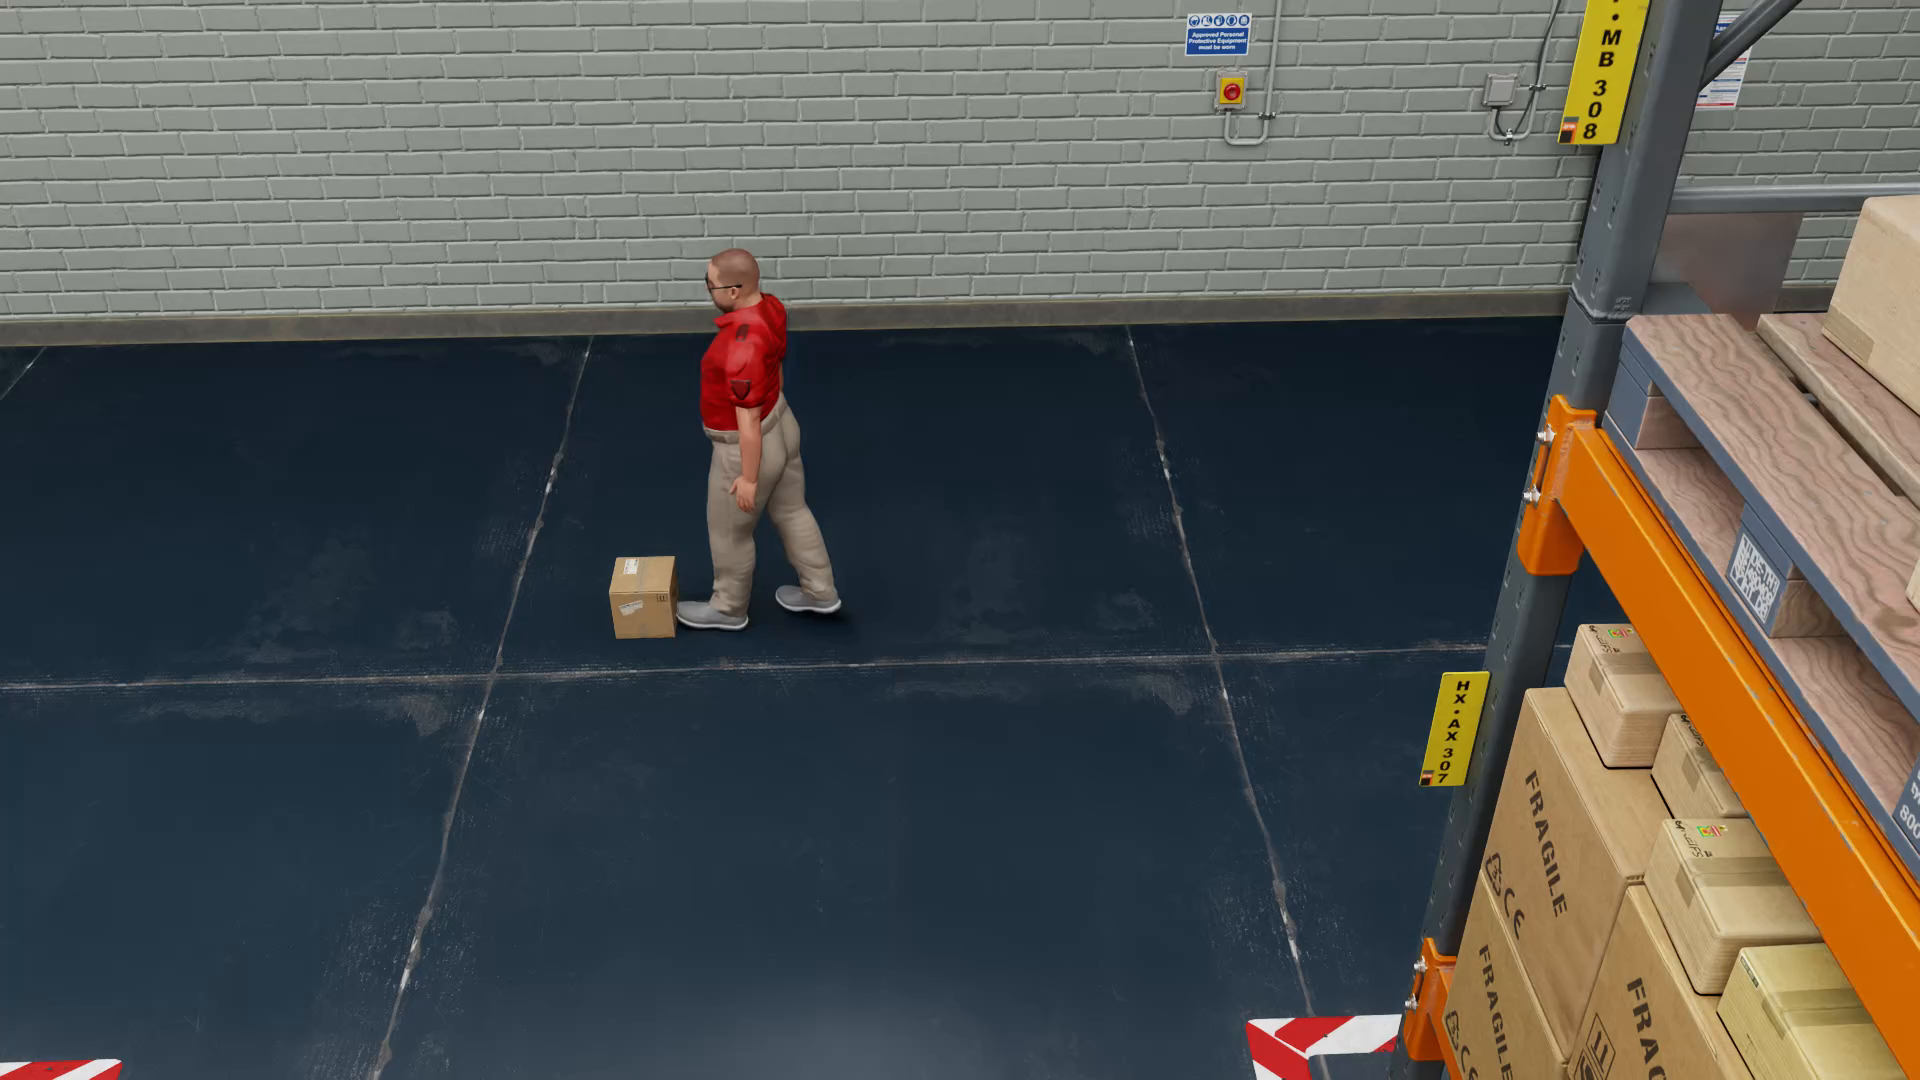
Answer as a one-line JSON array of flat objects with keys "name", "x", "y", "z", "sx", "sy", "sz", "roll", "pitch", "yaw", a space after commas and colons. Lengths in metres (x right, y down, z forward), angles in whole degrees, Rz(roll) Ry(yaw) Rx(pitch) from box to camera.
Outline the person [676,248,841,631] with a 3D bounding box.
[{"name": "person", "x": -0.864, "y": -0.386, "z": 6.698, "sx": 0.698, "sy": 1.721, "sz": 0.555, "roll": 9, "pitch": 36, "yaw": 12}]
